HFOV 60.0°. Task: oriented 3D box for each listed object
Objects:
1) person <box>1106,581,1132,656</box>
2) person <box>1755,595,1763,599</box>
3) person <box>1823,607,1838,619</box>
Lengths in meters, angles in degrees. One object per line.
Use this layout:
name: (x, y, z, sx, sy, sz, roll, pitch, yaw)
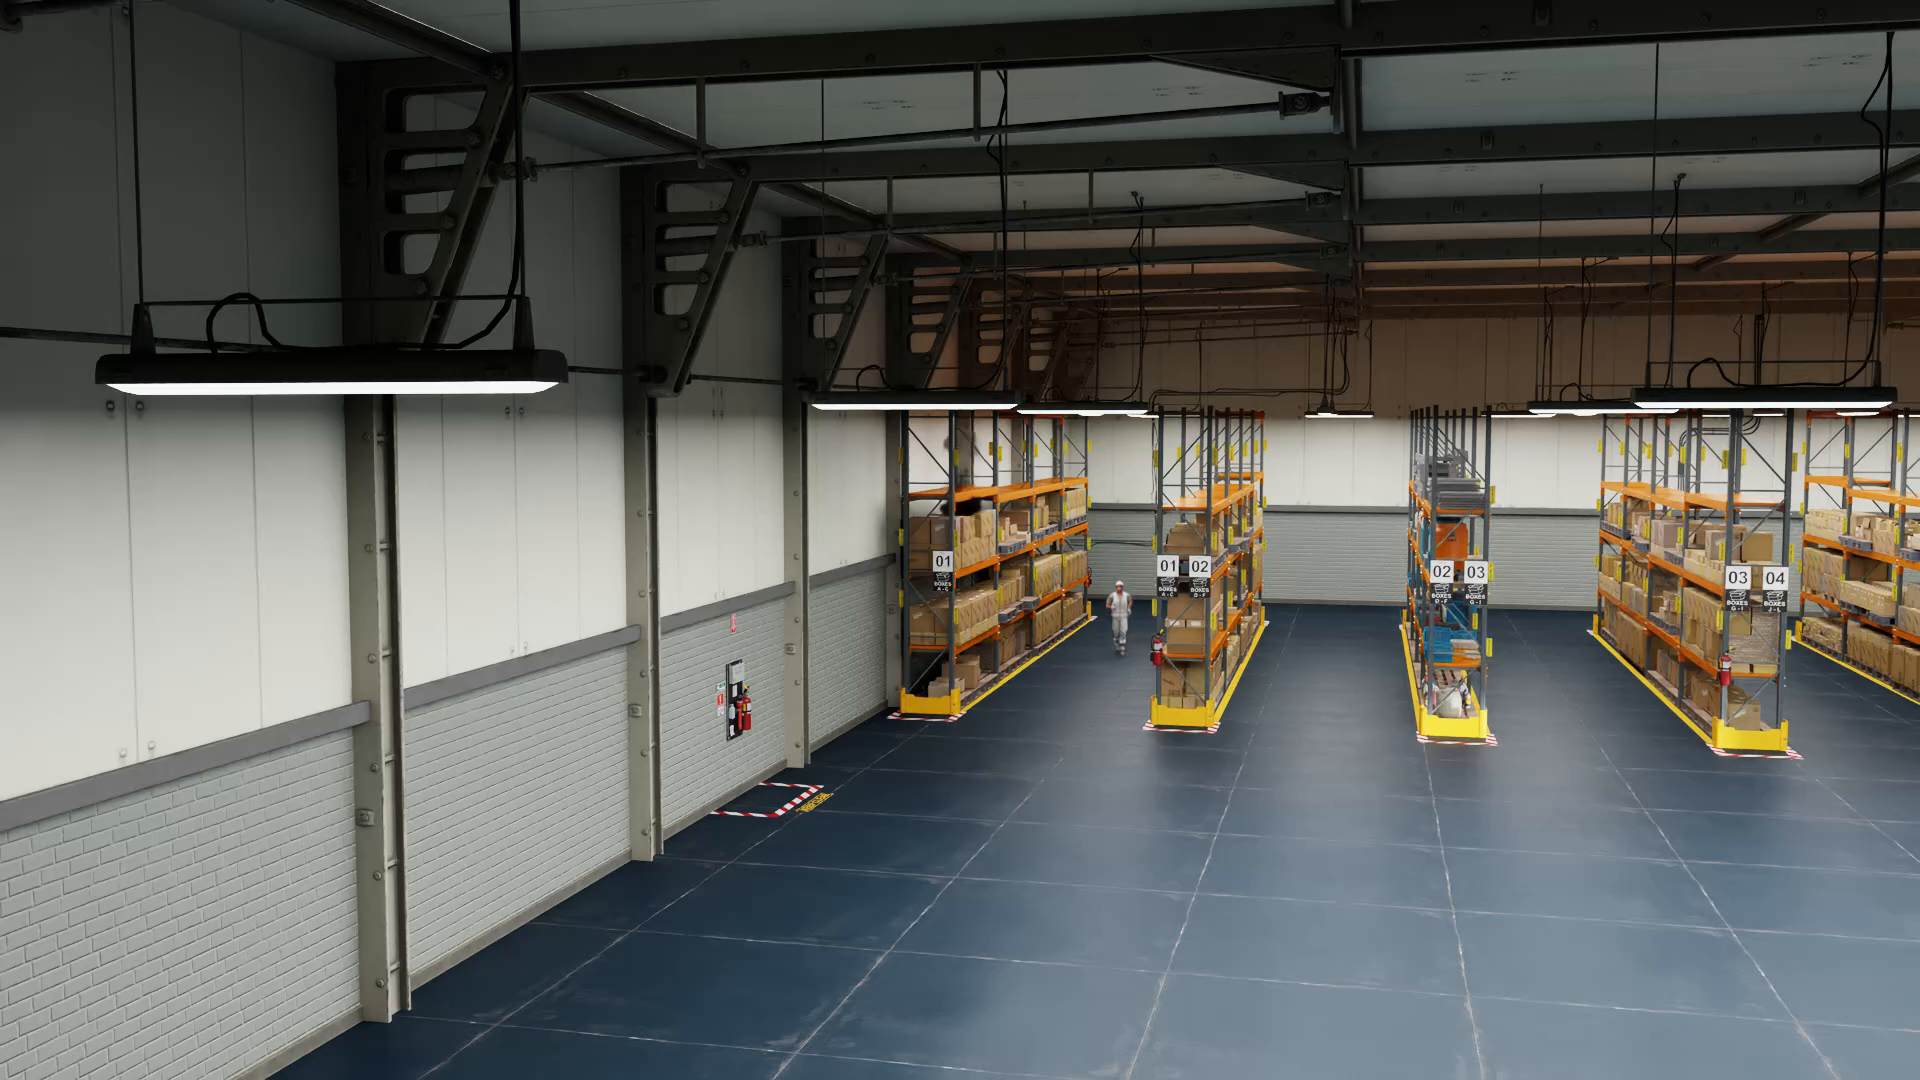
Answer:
person: (3.883, 1.892, 40.514, 0.657, 1.776, 0.968, 0, 4, 2)
person: (20.663, 1.824, 43.202, 0.597, 1.586, 0.575, 2, 4, 21)
person: (23.129, 1.771, 44.042, 0.512, 1.594, 0.644, 3, 5, 34)
